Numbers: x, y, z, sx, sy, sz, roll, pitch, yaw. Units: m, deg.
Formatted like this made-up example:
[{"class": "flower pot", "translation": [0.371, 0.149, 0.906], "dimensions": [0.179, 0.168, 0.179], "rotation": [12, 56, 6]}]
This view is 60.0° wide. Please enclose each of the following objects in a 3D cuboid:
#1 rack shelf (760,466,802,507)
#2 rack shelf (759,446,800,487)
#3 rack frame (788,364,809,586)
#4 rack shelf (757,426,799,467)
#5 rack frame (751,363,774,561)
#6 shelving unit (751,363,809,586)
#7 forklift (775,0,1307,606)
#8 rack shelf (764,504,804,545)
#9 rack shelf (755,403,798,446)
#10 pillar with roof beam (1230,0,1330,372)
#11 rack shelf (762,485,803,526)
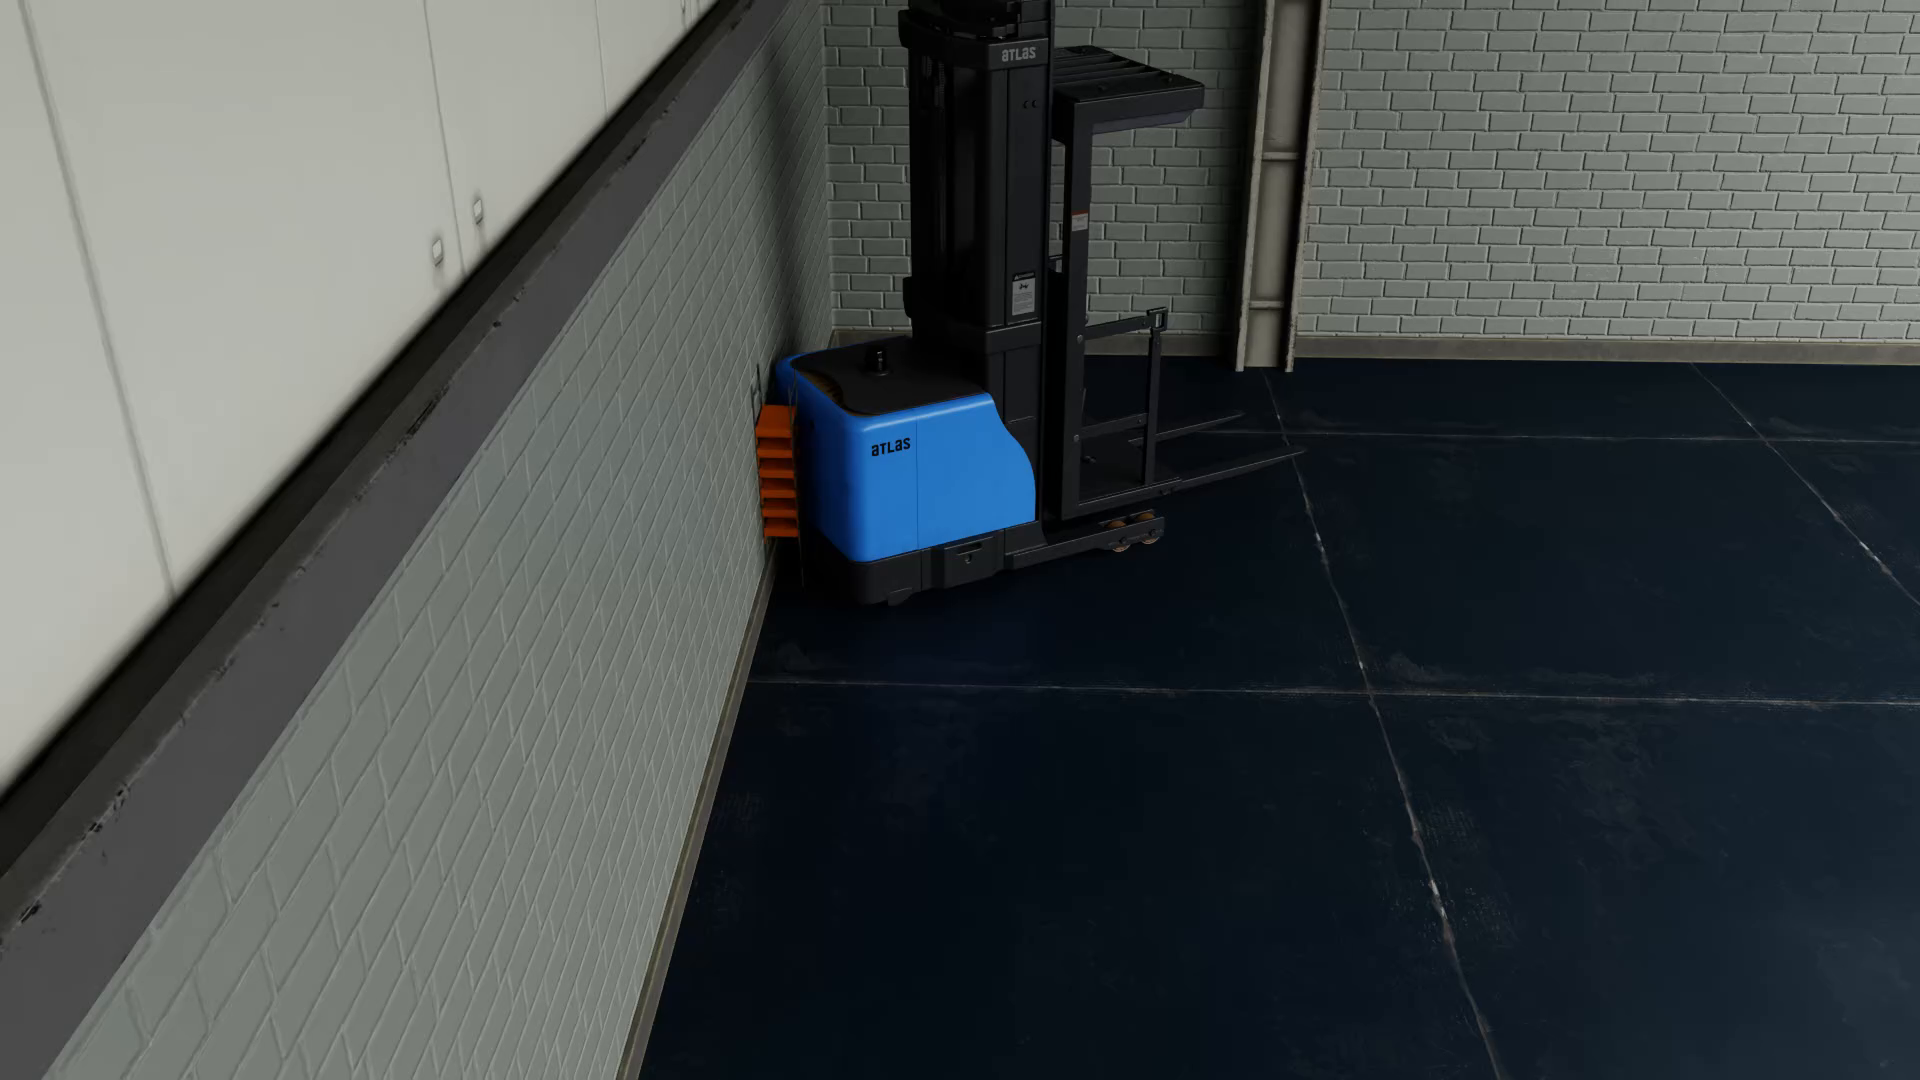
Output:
[{"class": "rack shelf", "translation": [-0.919, -0.283, 8.578], "dimensions": [0.180, 0.103, 0.258], "rotation": [1, 35, 2]}, {"class": "rack shelf", "translation": [-0.920, -0.382, 8.510], "dimensions": [0.180, 0.103, 0.258], "rotation": [1, 35, 2]}, {"class": "rack frame", "translation": [-0.828, -0.318, 8.549], "dimensions": [0.006, 1.200, 0.240], "rotation": [1, 35, 2]}, {"class": "rack shelf", "translation": [-0.920, -0.481, 8.442], "dimensions": [0.180, 0.103, 0.258], "rotation": [1, 35, 2]}, {"class": "rack frame", "translation": [-1.011, -0.322, 8.556], "dimensions": [0.006, 1.200, 0.240], "rotation": [1, 35, 2]}, {"class": "shelving unit", "translation": [-0.919, -0.320, 8.553], "dimensions": [0.189, 1.200, 0.258], "rotation": [1, 35, 2]}, {"class": "forklift", "translation": [0.554, -1.434, 8.825], "dimensions": [3.031, 2.935, 1.130], "rotation": [-14, 31, -25]}, {"class": "rack shelf", "translation": [-0.918, -0.085, 8.714], "dimensions": [0.180, 0.103, 0.258], "rotation": [1, 35, 2]}, {"class": "rack shelf", "translation": [-0.921, -0.580, 8.374], "dimensions": [0.180, 0.103, 0.258], "rotation": [1, 35, 2]}, {"class": "pillar with roof beam", "translation": [1.942, -3.192, 5.664], "dimensions": [0.400, 9.000, 9.100], "rotation": [1, 28, 2]}, {"class": "rack shelf", "translation": [-0.918, -0.184, 8.646], "dimensions": [0.180, 0.103, 0.258], "rotation": [1, 35, 2]}]
